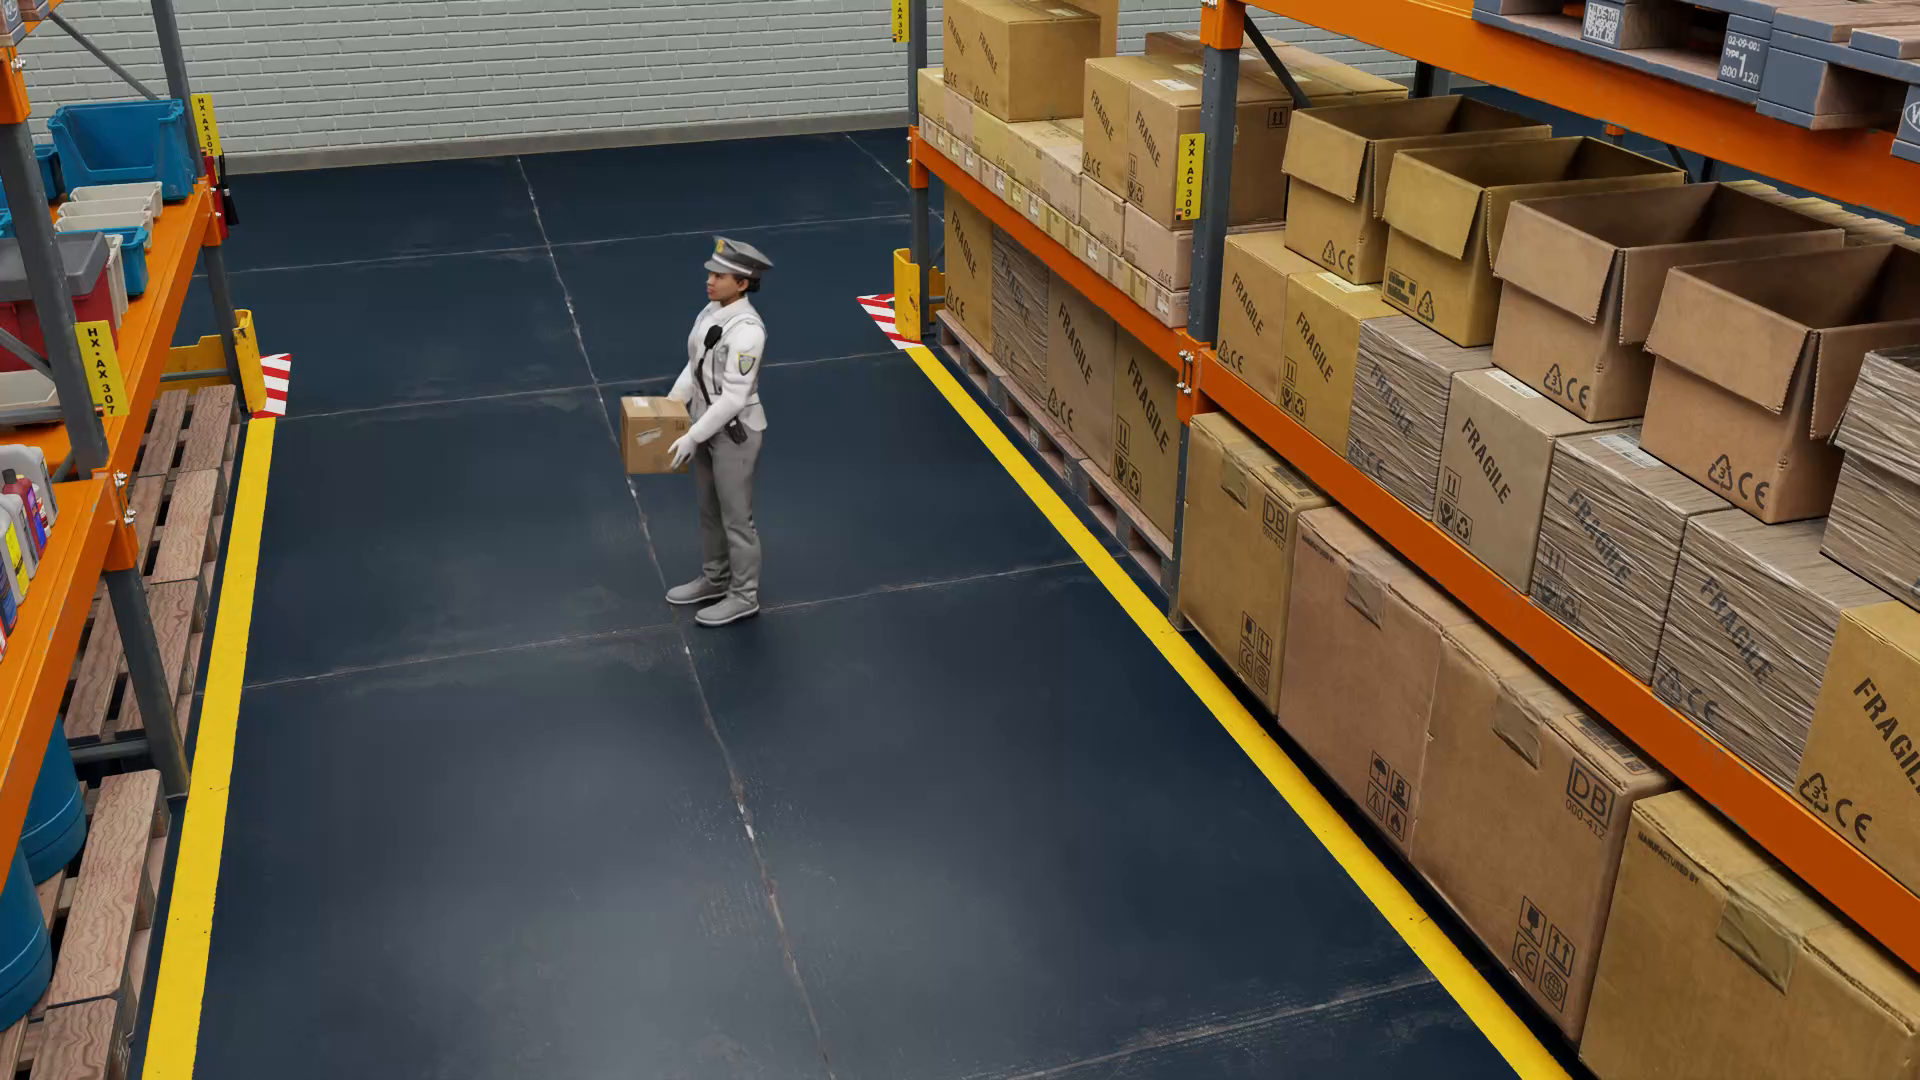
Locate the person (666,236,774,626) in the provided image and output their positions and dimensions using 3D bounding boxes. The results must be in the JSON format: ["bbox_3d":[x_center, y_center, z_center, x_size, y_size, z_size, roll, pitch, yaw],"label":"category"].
[{"bbox_3d":[-1.010,-0.443,6.957,0.509,1.701,0.517,-12,29,-23],"label":"person"}]
